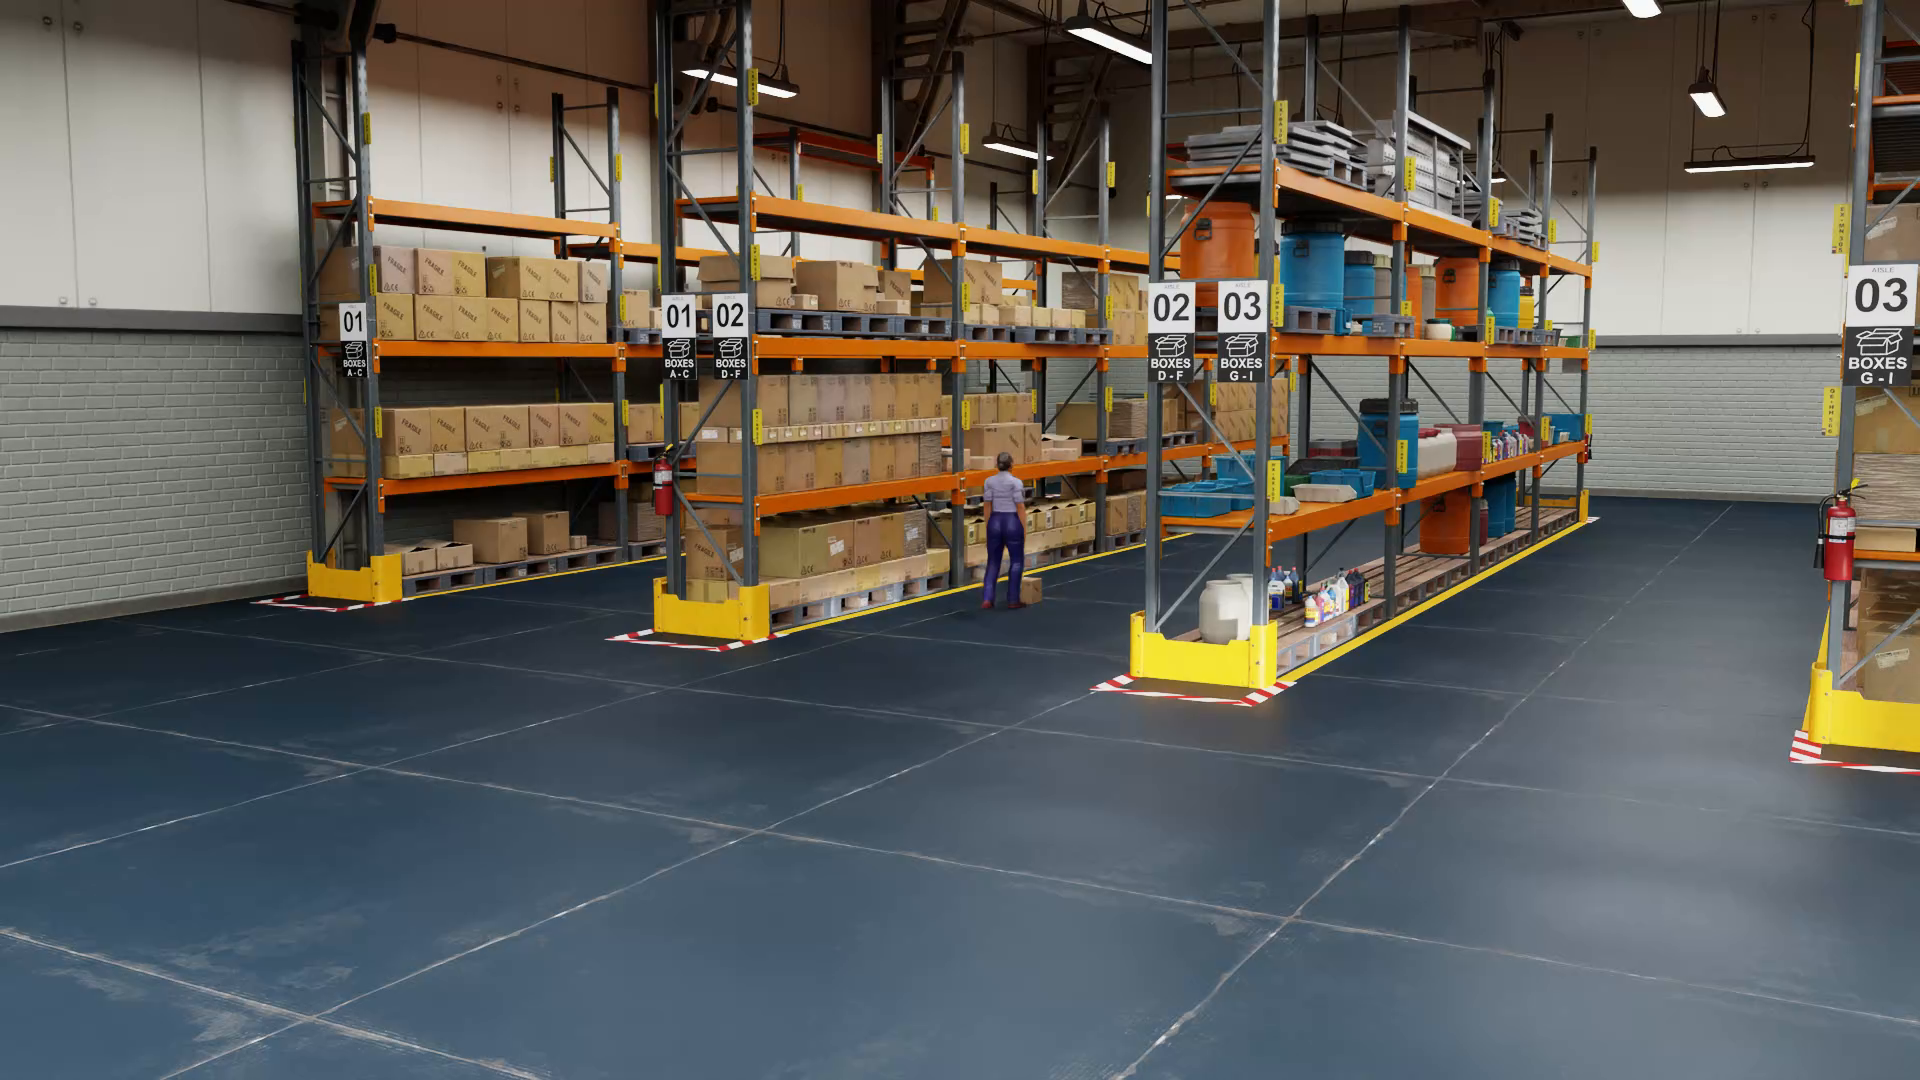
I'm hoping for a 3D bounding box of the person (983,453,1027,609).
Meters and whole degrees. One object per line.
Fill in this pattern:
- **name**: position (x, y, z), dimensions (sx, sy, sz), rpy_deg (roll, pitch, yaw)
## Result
- **person**: position (0.469, -0.095, 17.448), dimensions (0.477, 1.640, 0.311), rpy_deg (3, 7, 30)
